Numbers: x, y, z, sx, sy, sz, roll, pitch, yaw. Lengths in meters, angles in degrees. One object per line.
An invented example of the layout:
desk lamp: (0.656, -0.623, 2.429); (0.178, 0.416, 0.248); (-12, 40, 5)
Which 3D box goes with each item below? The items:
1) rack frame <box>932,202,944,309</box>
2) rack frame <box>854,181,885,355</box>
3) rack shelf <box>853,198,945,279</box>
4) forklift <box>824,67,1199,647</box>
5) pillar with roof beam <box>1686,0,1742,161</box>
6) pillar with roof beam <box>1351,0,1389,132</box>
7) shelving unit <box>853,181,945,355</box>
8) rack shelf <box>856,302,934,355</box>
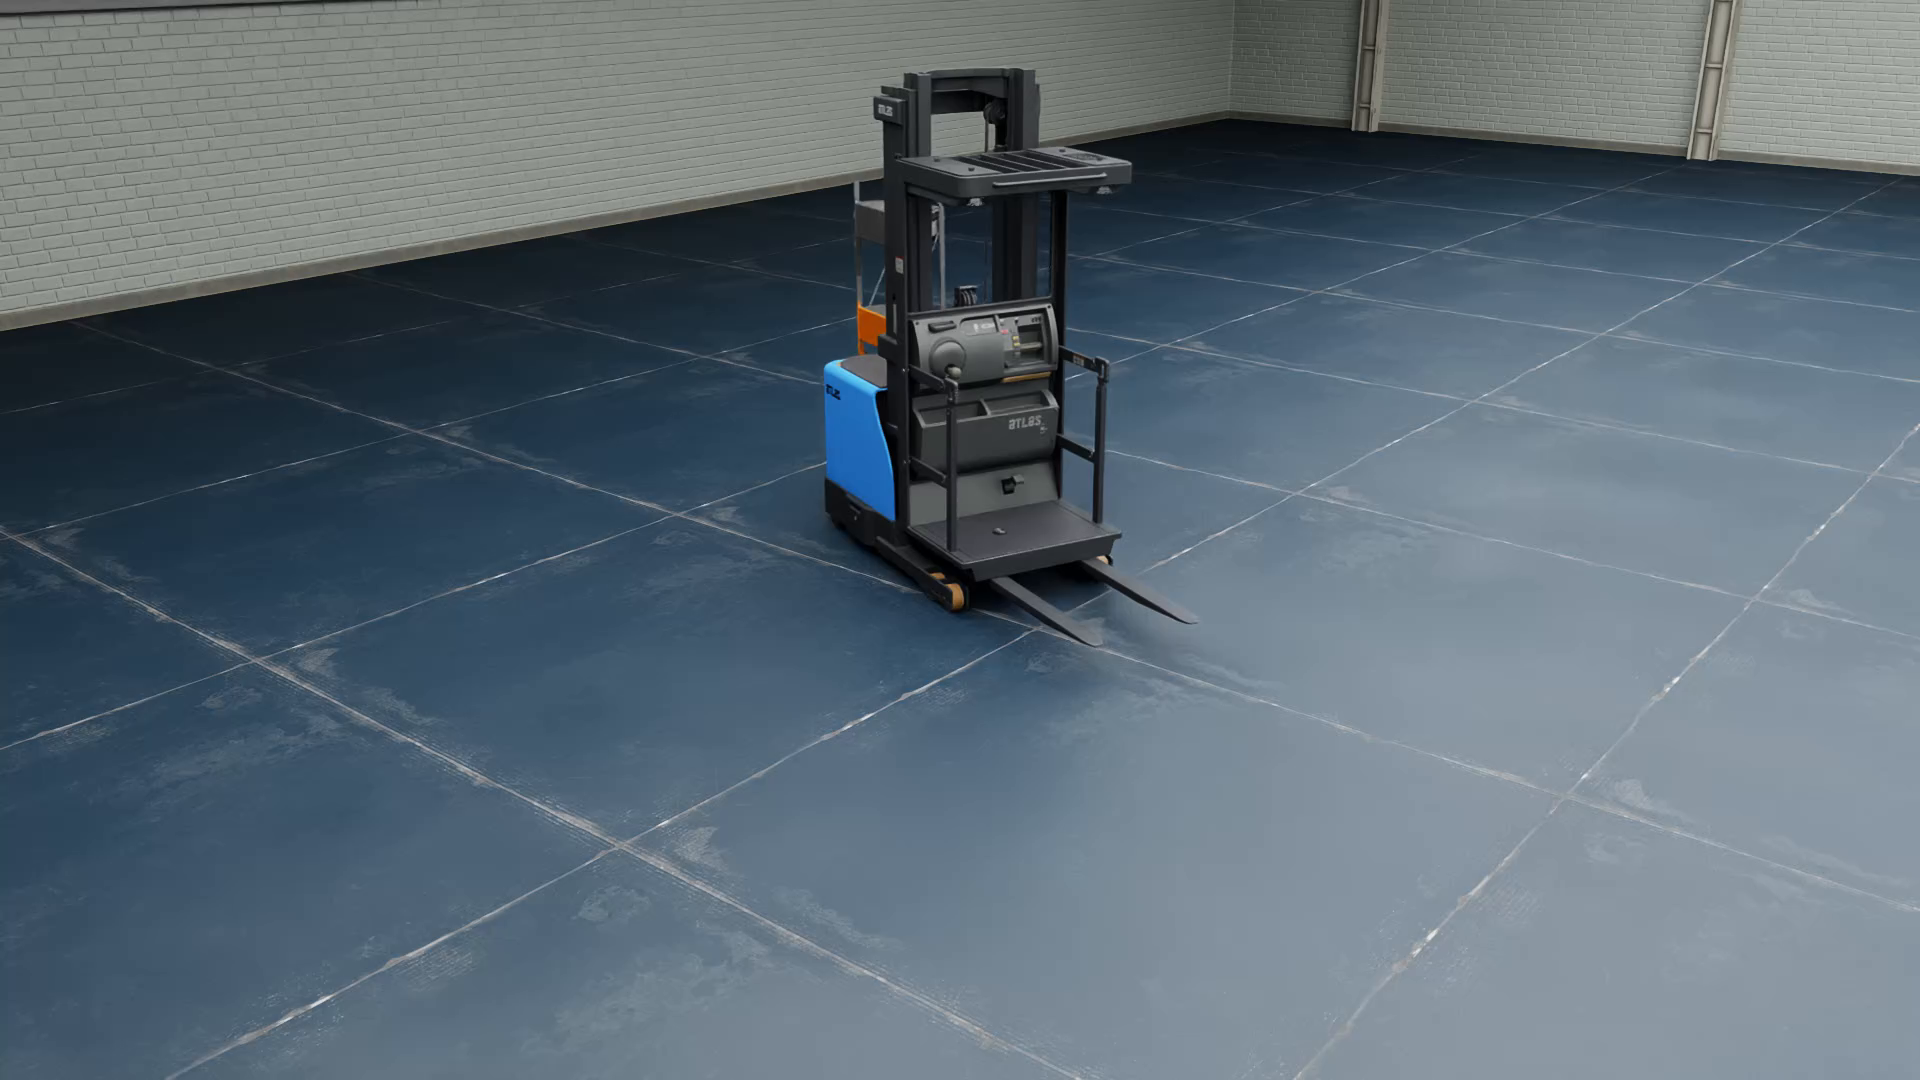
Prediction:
rack frame: (-0.278, -1.279, 11.064); (0.400, 2.100, 0.015); (-11, 23, -28)
rack frame: (-0.521, -1.422, 11.463); (0.400, 2.100, 0.015); (-11, 23, -28)
rack shelf: (-0.405, -1.996, 11.029); (0.431, 0.518, 0.480); (-11, 23, -28)
forklift: (0.259, -1.140, 9.537); (1.130, 2.935, 3.031); (-11, 23, -27)
pillar with roof beam: (9.410, -9.267, 22.490); (0.400, 9.000, 9.100); (16, 26, 36)
pillar with roof beam: (4.761, -10.606, 26.040); (0.400, 9.000, 9.100); (16, 26, 36)
shelving unit: (-0.400, -1.350, 11.264); (0.431, 2.100, 0.503); (-11, 23, -28)
rack shelf: (-0.400, -1.338, 11.268); (0.431, 0.518, 0.480); (-11, 23, -28)
